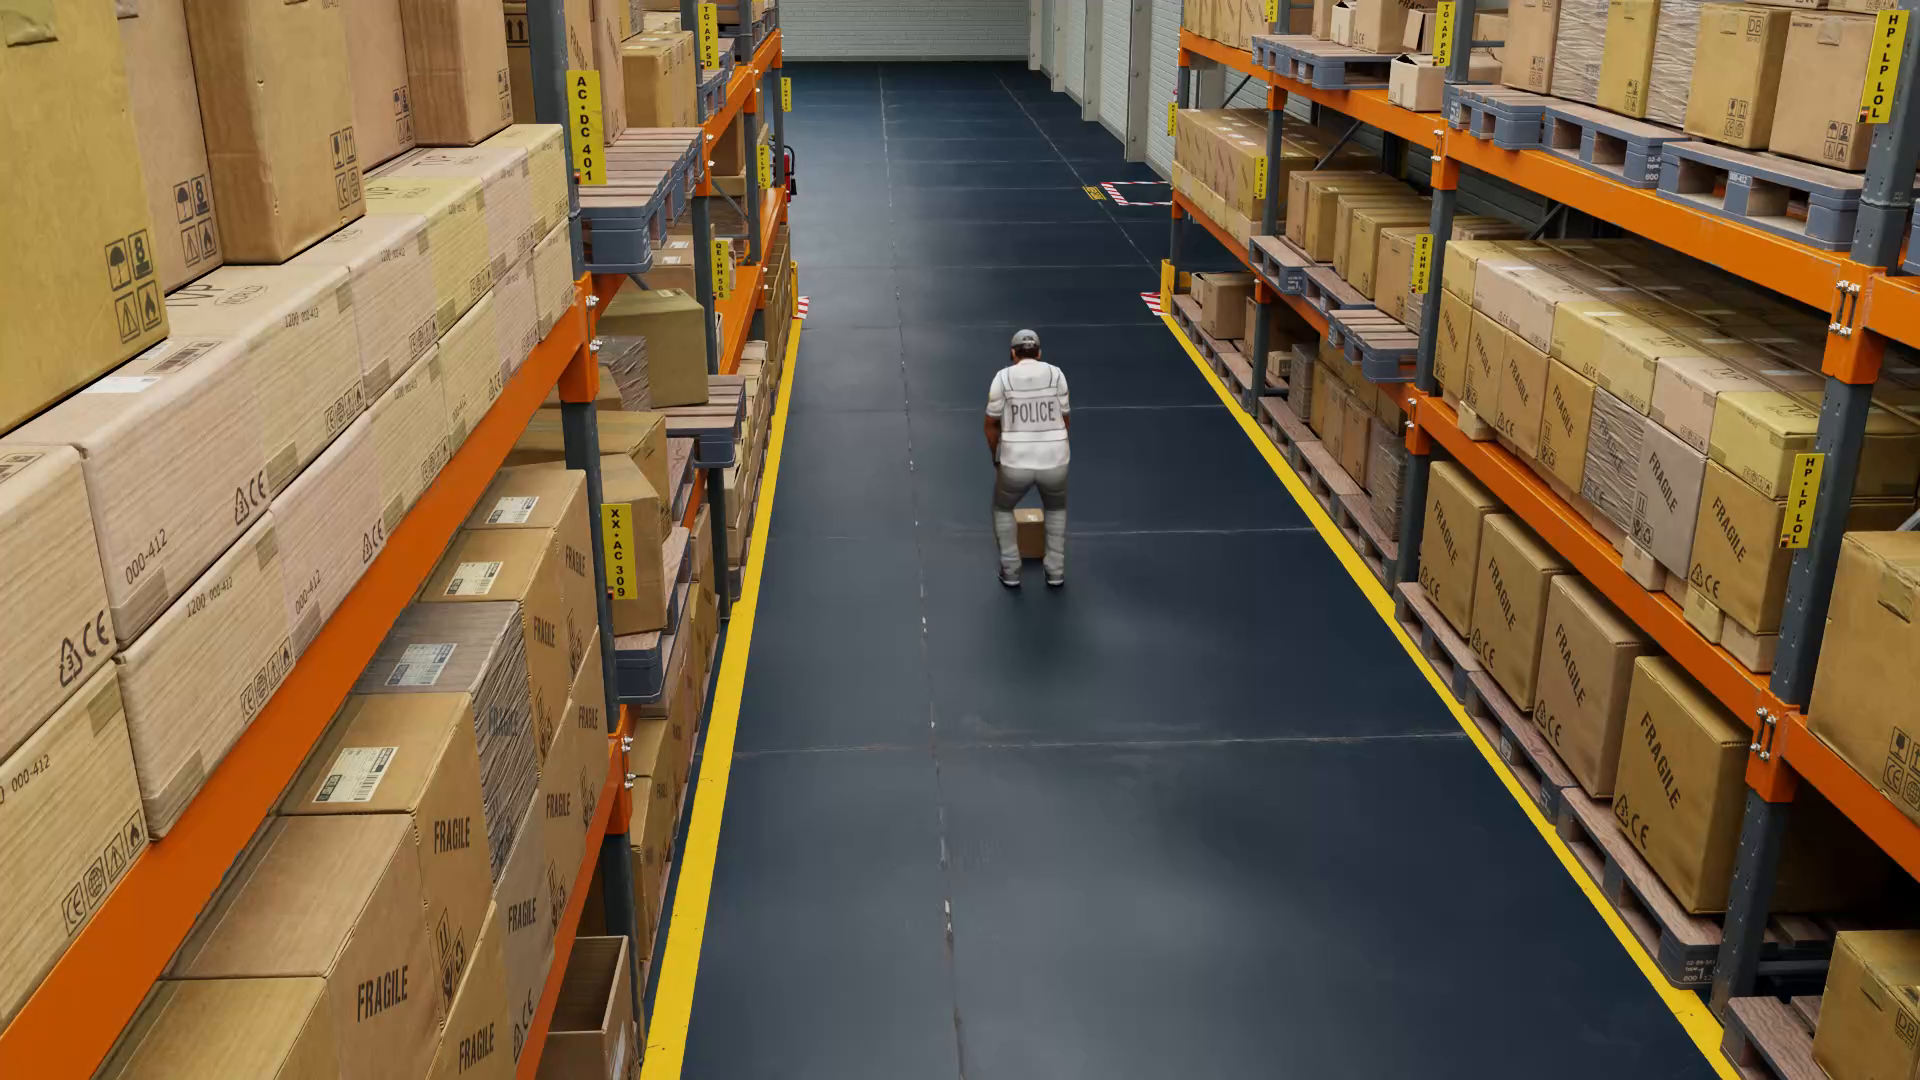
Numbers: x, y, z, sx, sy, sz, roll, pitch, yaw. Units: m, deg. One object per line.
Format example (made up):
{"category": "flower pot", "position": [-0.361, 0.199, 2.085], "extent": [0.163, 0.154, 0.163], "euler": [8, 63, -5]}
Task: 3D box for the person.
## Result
{"category": "person", "position": [0.404, -0.478, 10.048], "extent": [0.519, 1.541, 0.591], "euler": [-1, 21, -2]}
